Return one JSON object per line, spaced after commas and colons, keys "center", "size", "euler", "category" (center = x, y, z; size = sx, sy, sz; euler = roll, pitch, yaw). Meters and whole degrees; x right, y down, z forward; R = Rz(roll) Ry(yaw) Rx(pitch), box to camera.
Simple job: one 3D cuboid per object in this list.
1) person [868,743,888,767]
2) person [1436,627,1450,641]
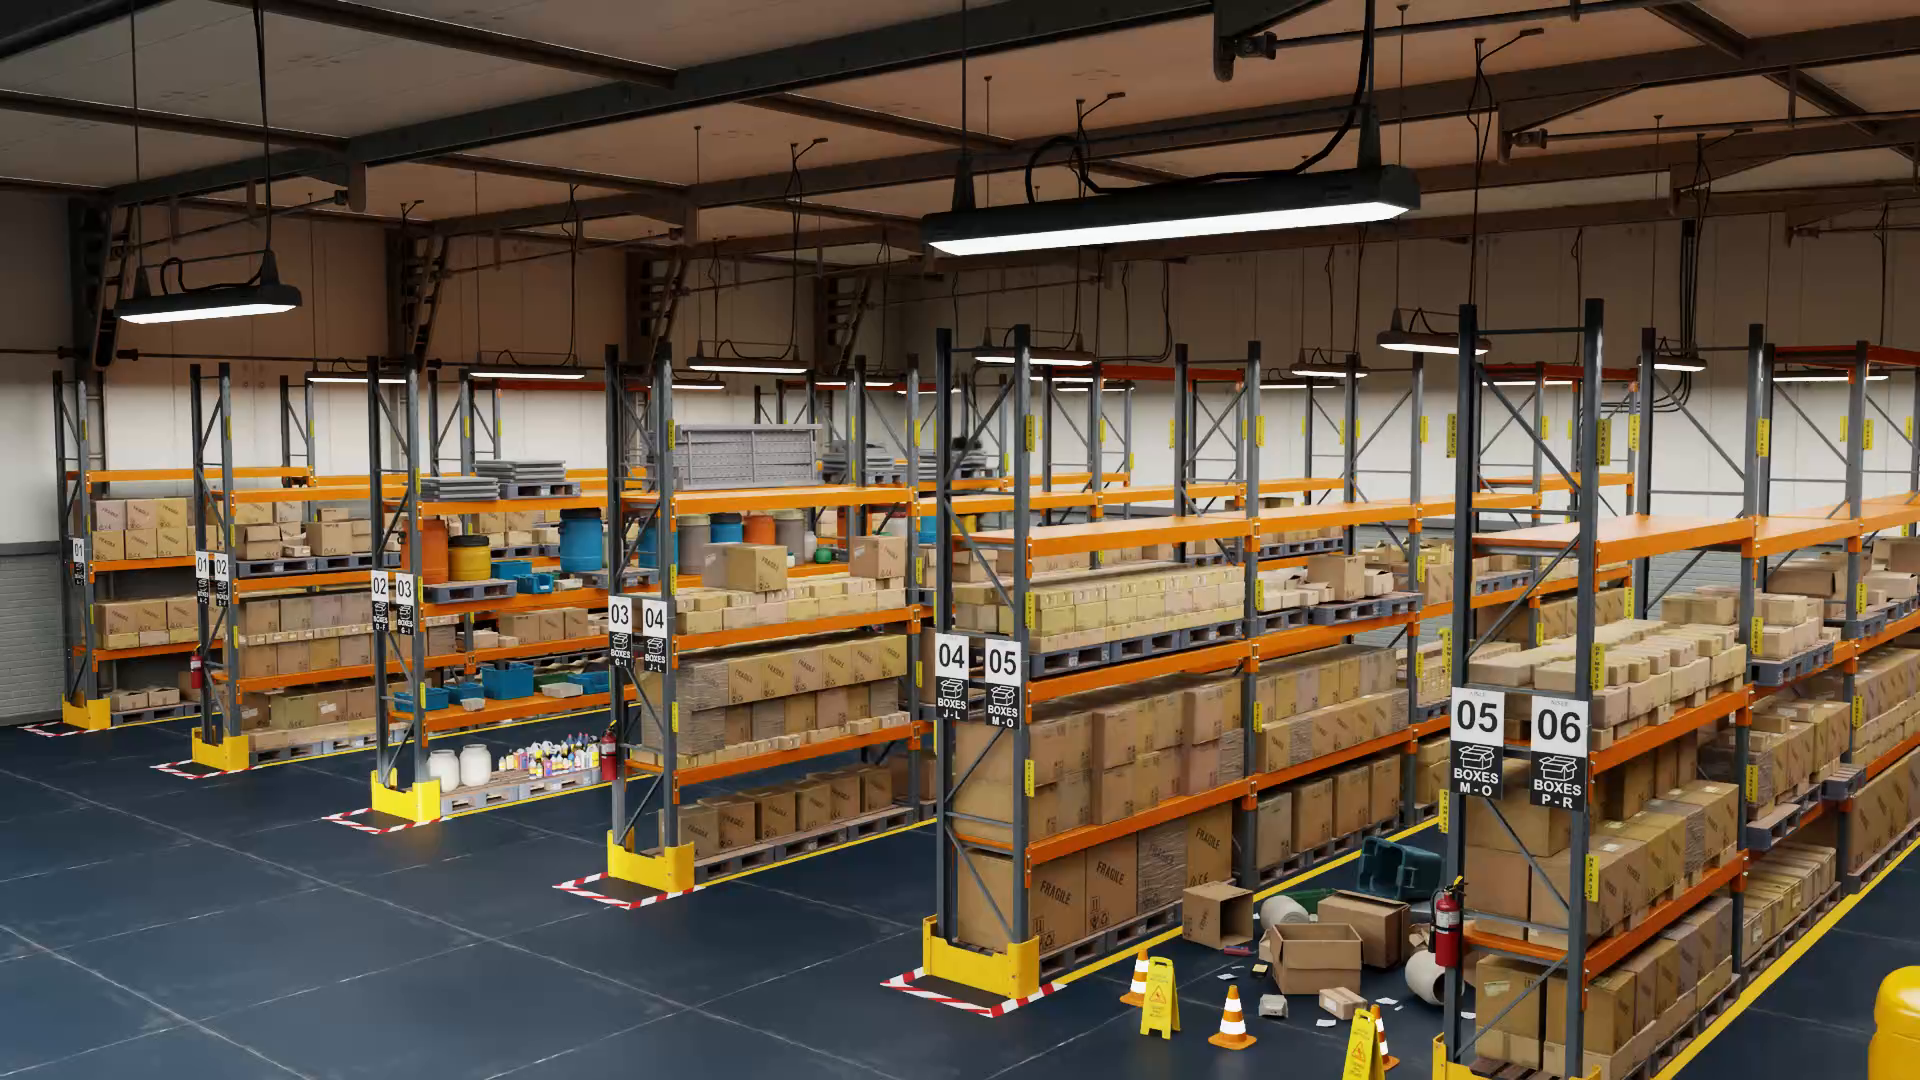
{"center": [-1.285, 2.540, 24.073], "size": [0.701, 1.731, 0.799], "euler": [3, 5, 39], "category": "person"}
{"center": [7.995, 2.321, 27.251], "size": [0.888, 1.796, 0.712], "euler": [-3, 5, -37], "category": "person"}
